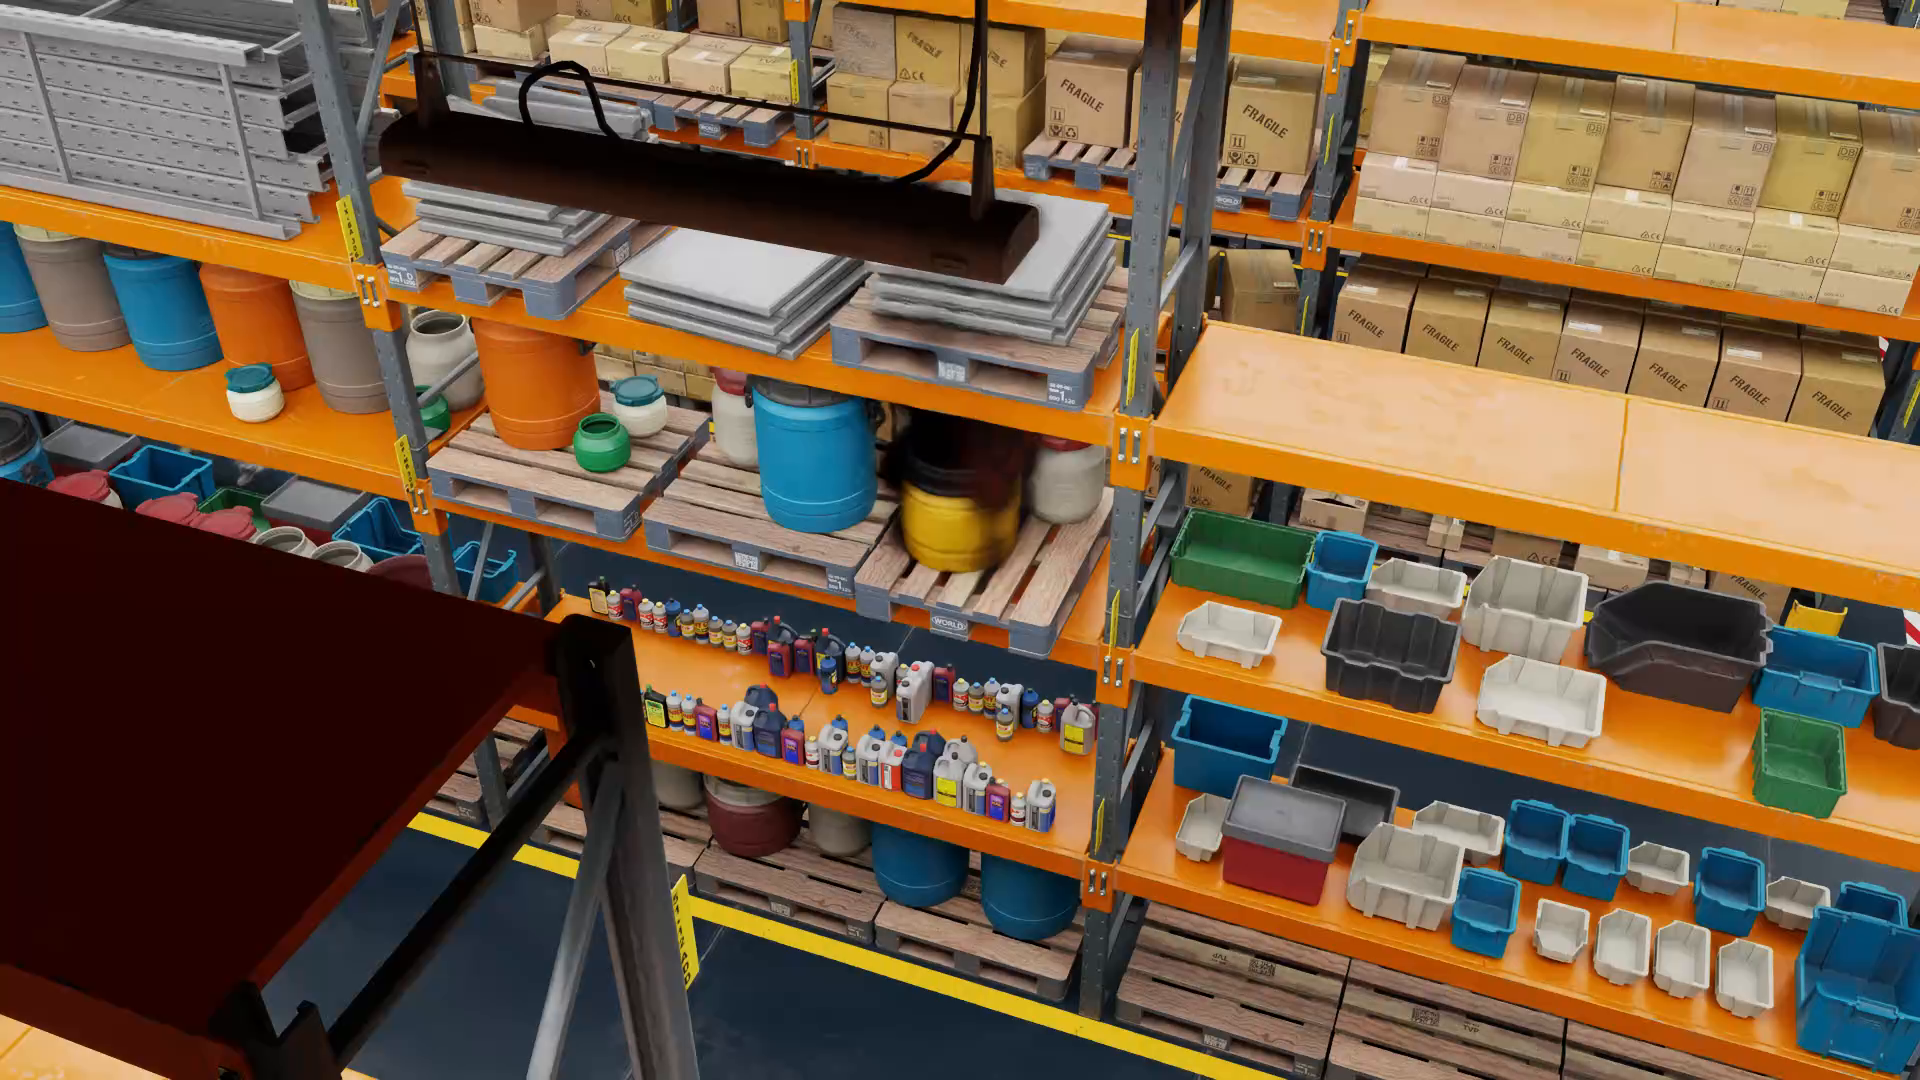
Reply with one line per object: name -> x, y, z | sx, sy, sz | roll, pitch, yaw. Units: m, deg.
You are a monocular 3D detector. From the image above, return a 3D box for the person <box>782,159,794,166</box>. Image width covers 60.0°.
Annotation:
person -> -1.683, -3.188, 16.245 | 0.543, 1.742, 0.655 | 8, 37, 10

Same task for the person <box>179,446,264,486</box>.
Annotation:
person -> -6.258, -1.201, 13.479 | 0.988, 1.757, 0.697 | 4, 37, 5
